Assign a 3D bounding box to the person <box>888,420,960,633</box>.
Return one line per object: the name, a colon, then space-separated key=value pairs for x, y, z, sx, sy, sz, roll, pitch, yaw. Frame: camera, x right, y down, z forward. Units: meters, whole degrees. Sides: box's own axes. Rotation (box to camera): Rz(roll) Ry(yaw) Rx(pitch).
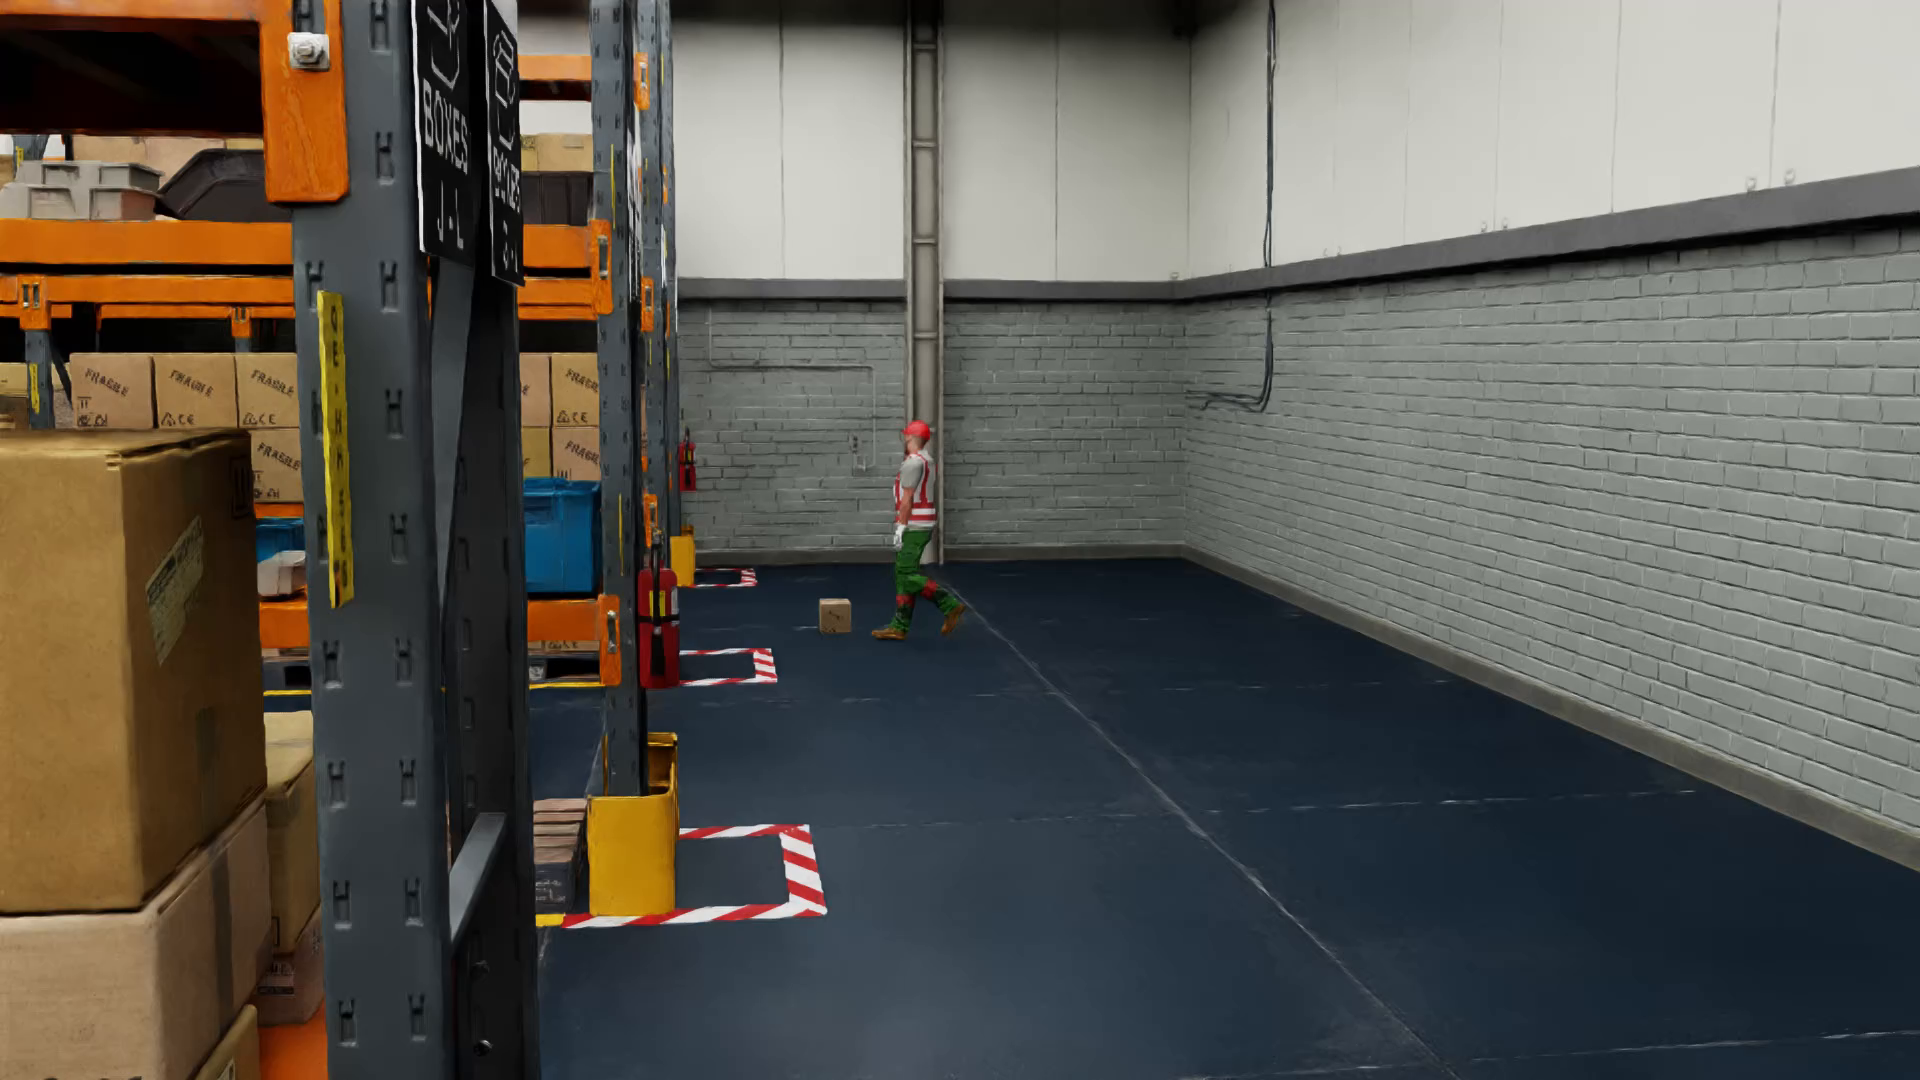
person: x=-0.264 y=-0.108 z=13.395 sx=0.597 sy=1.701 sz=0.572 roll=1 pitch=7 yaw=10
